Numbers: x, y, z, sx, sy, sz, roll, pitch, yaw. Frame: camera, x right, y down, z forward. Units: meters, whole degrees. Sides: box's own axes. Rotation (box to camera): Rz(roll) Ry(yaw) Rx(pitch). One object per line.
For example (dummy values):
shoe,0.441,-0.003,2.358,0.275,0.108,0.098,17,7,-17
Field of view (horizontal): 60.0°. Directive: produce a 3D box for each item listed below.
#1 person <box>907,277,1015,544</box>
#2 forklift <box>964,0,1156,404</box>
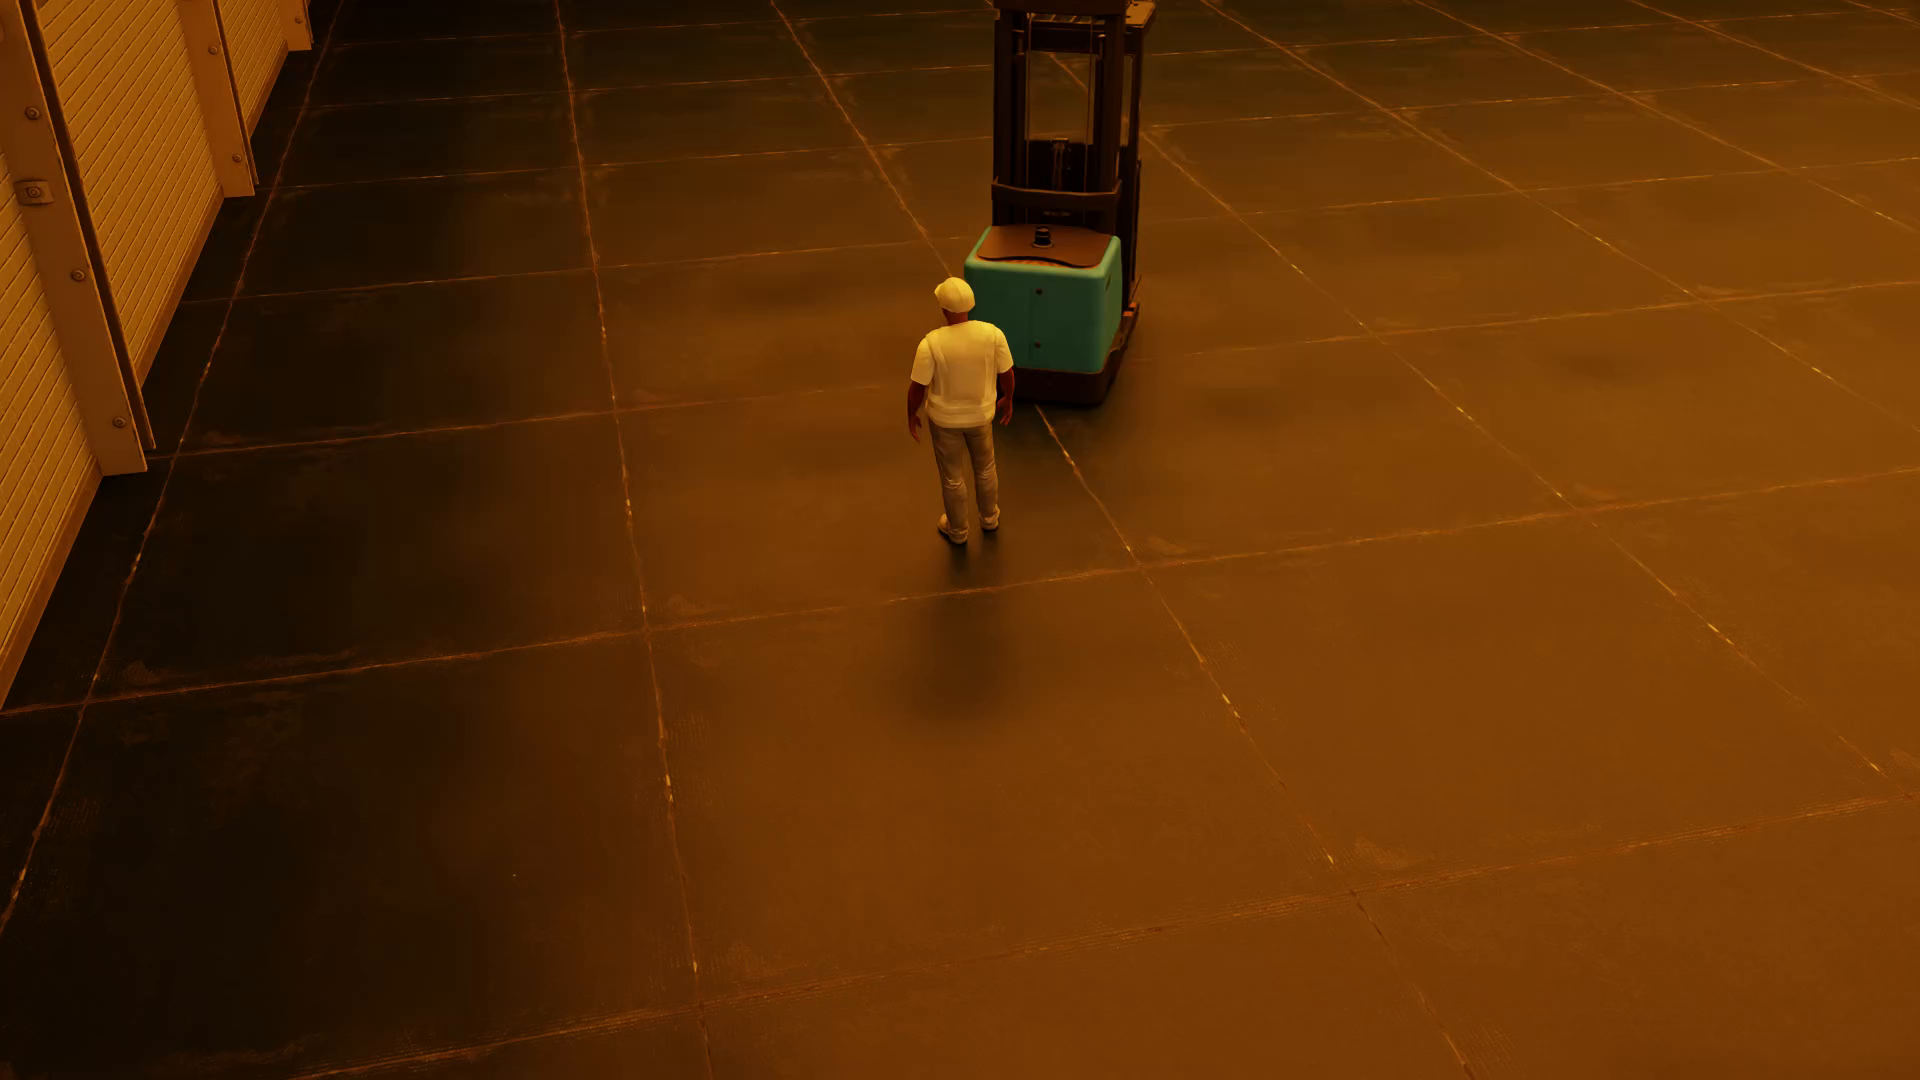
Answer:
person,-0.012,-0.805,10.114,0.666,1.768,0.575,-7,31,-12
forklift,0.847,-2.979,12.720,1.130,2.935,3.031,7,31,11
